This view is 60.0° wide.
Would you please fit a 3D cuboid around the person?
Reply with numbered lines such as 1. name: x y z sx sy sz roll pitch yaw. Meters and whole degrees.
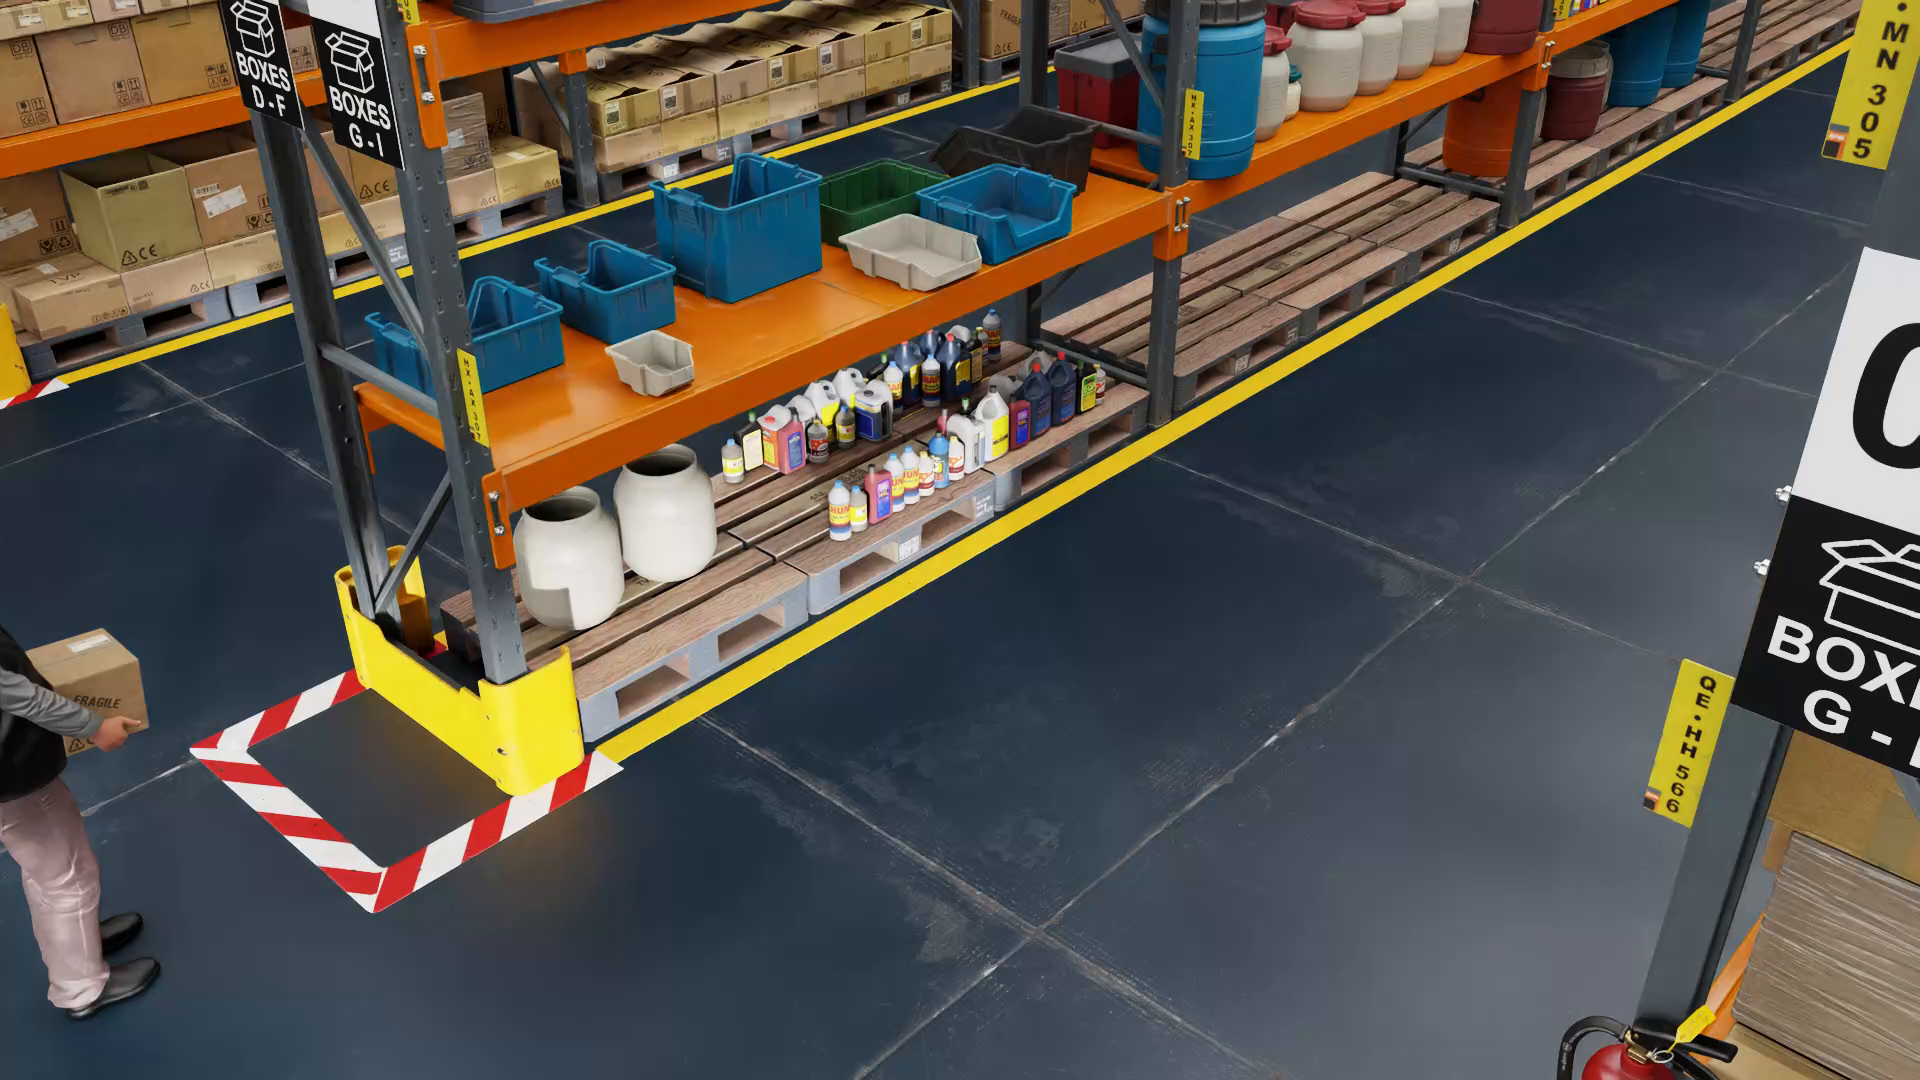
1. person: -2.816 0.668 5.060 0.494 1.711 0.551 26 39 36
